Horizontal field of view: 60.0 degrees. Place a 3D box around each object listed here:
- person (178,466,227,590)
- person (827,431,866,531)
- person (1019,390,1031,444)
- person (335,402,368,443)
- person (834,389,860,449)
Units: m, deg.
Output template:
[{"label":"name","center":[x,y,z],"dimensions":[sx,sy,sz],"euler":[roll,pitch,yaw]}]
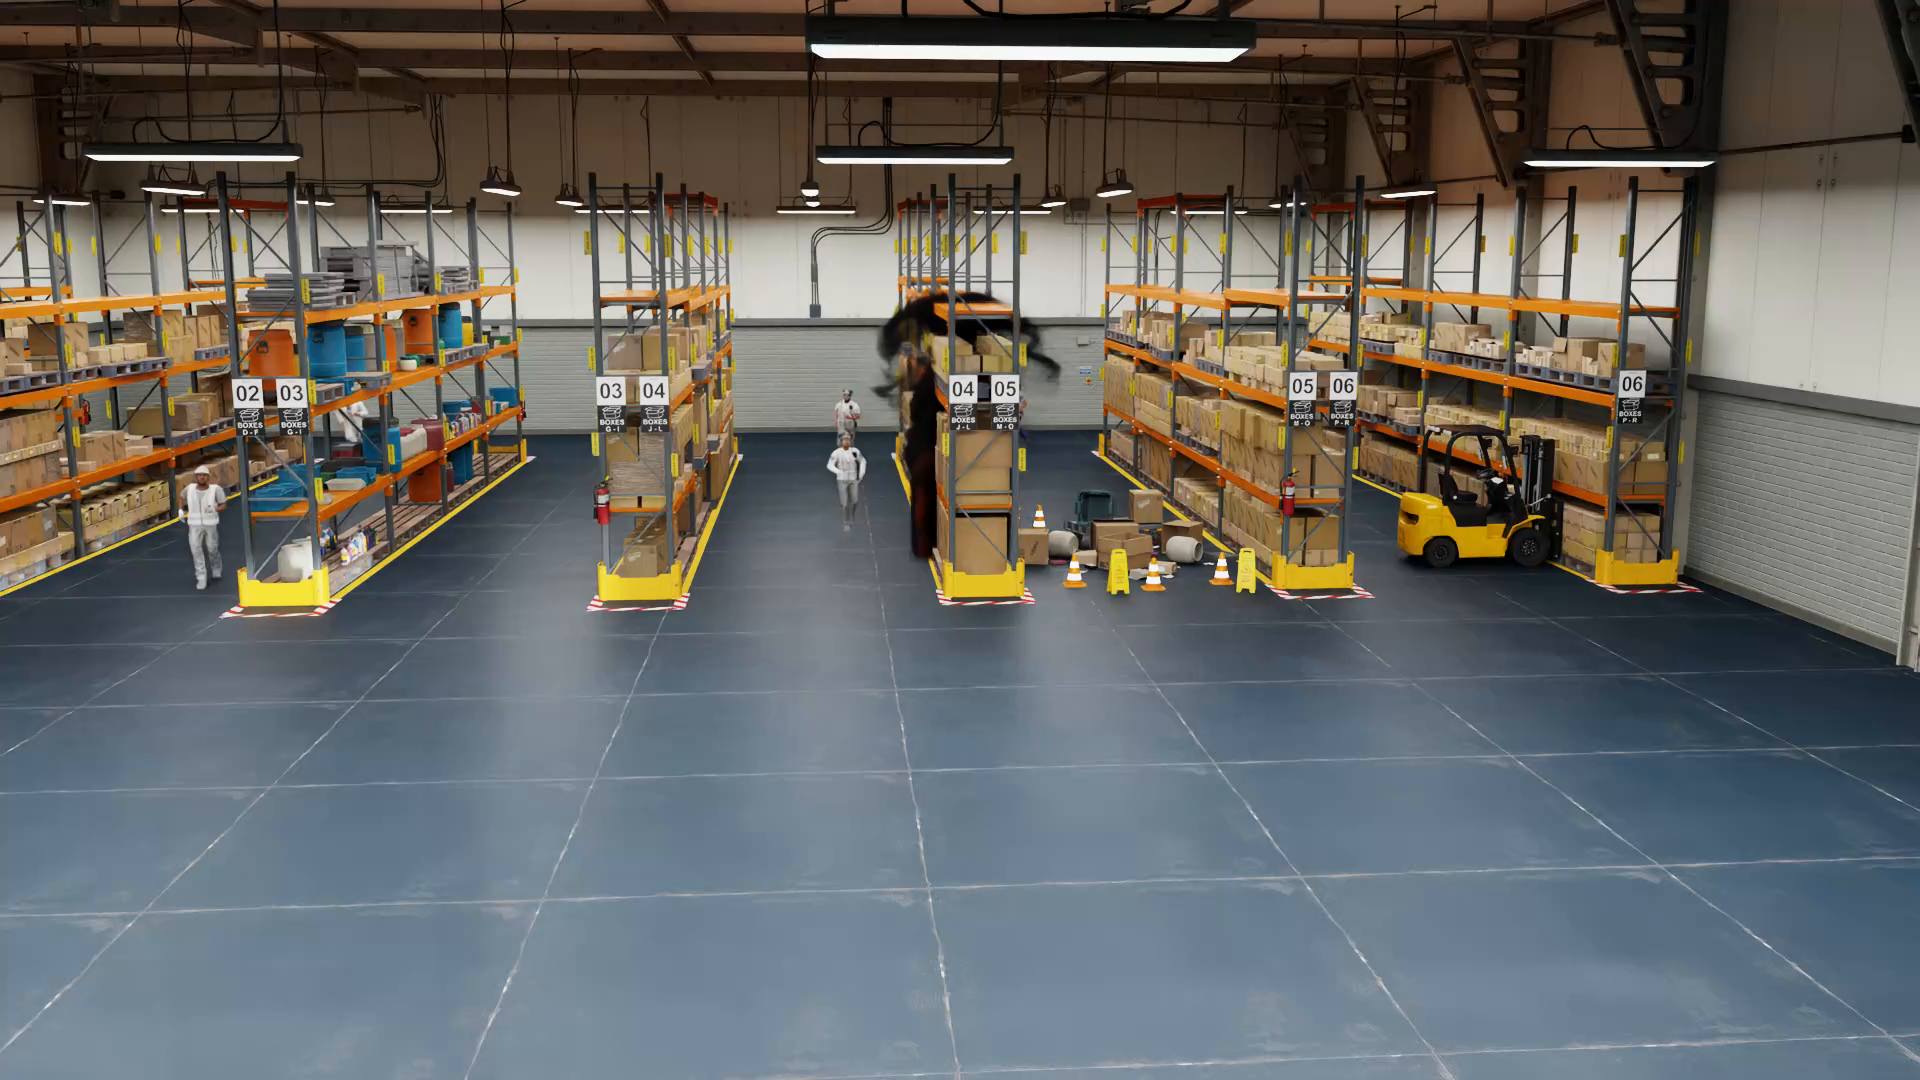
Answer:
[{"label":"person","center":[-11.271,-0.197,24.780],"dimensions":[0.690,1.816,0.809],"euler":[-3,11,-18]},{"label":"person","center":[-1.866,-0.972,27.776],"dimensions":[0.680,1.688,0.460],"euler":[-2,10,-14]},{"label":"person","center":[1.367,-3.094,41.480],"dimensions":[0.903,1.643,0.608],"euler":[-3,11,-18]},{"label":"person","center":[-13.804,-2.494,37.794],"dimensions":[0.710,1.798,0.847],"euler":[-4,11,-19]},{"label":"person","center":[-2.610,-2.572,38.223],"dimensions":[0.634,1.799,0.723],"euler":[1,10,3]}]
